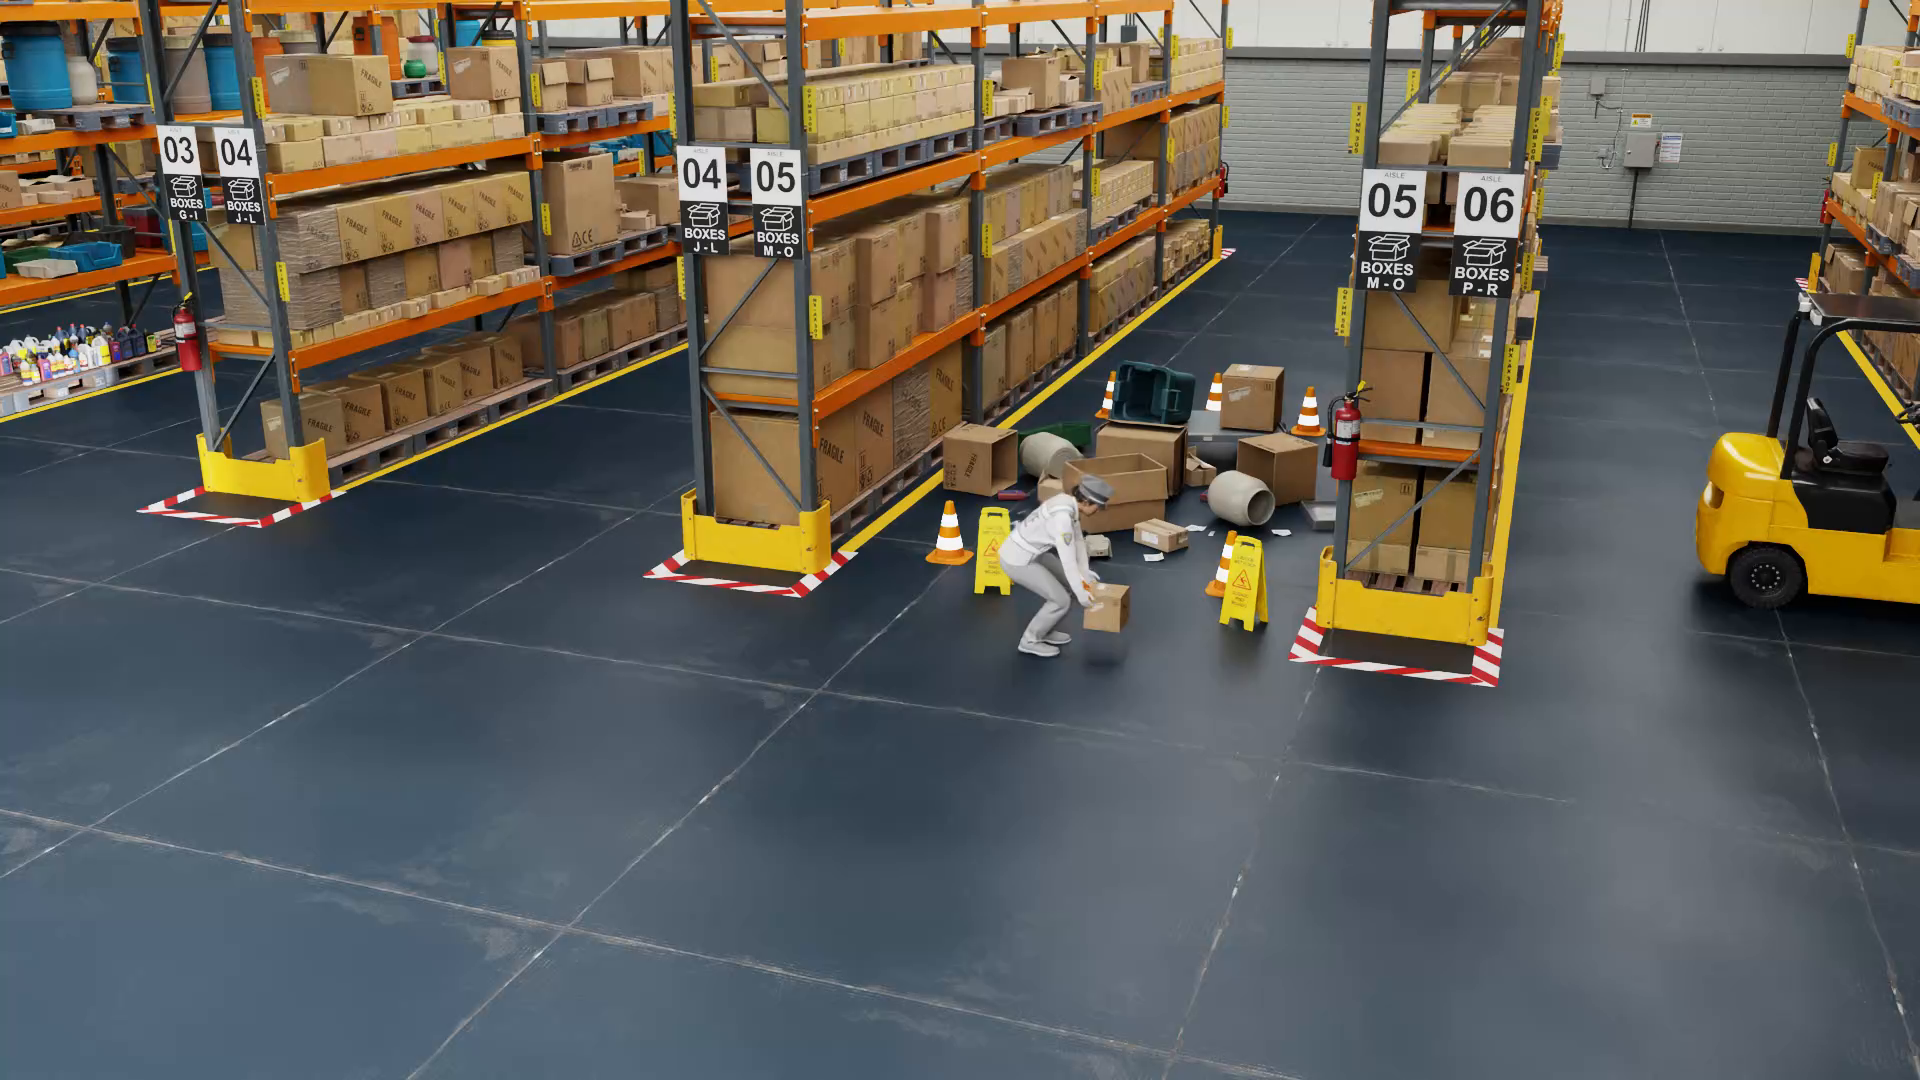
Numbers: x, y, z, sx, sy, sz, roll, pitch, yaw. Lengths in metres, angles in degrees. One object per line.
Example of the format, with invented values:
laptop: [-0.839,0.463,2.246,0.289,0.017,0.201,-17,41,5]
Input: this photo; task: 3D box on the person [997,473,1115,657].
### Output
person: [0.652,0.147,11.298,0.771,1.240,0.530,4,19,12]
